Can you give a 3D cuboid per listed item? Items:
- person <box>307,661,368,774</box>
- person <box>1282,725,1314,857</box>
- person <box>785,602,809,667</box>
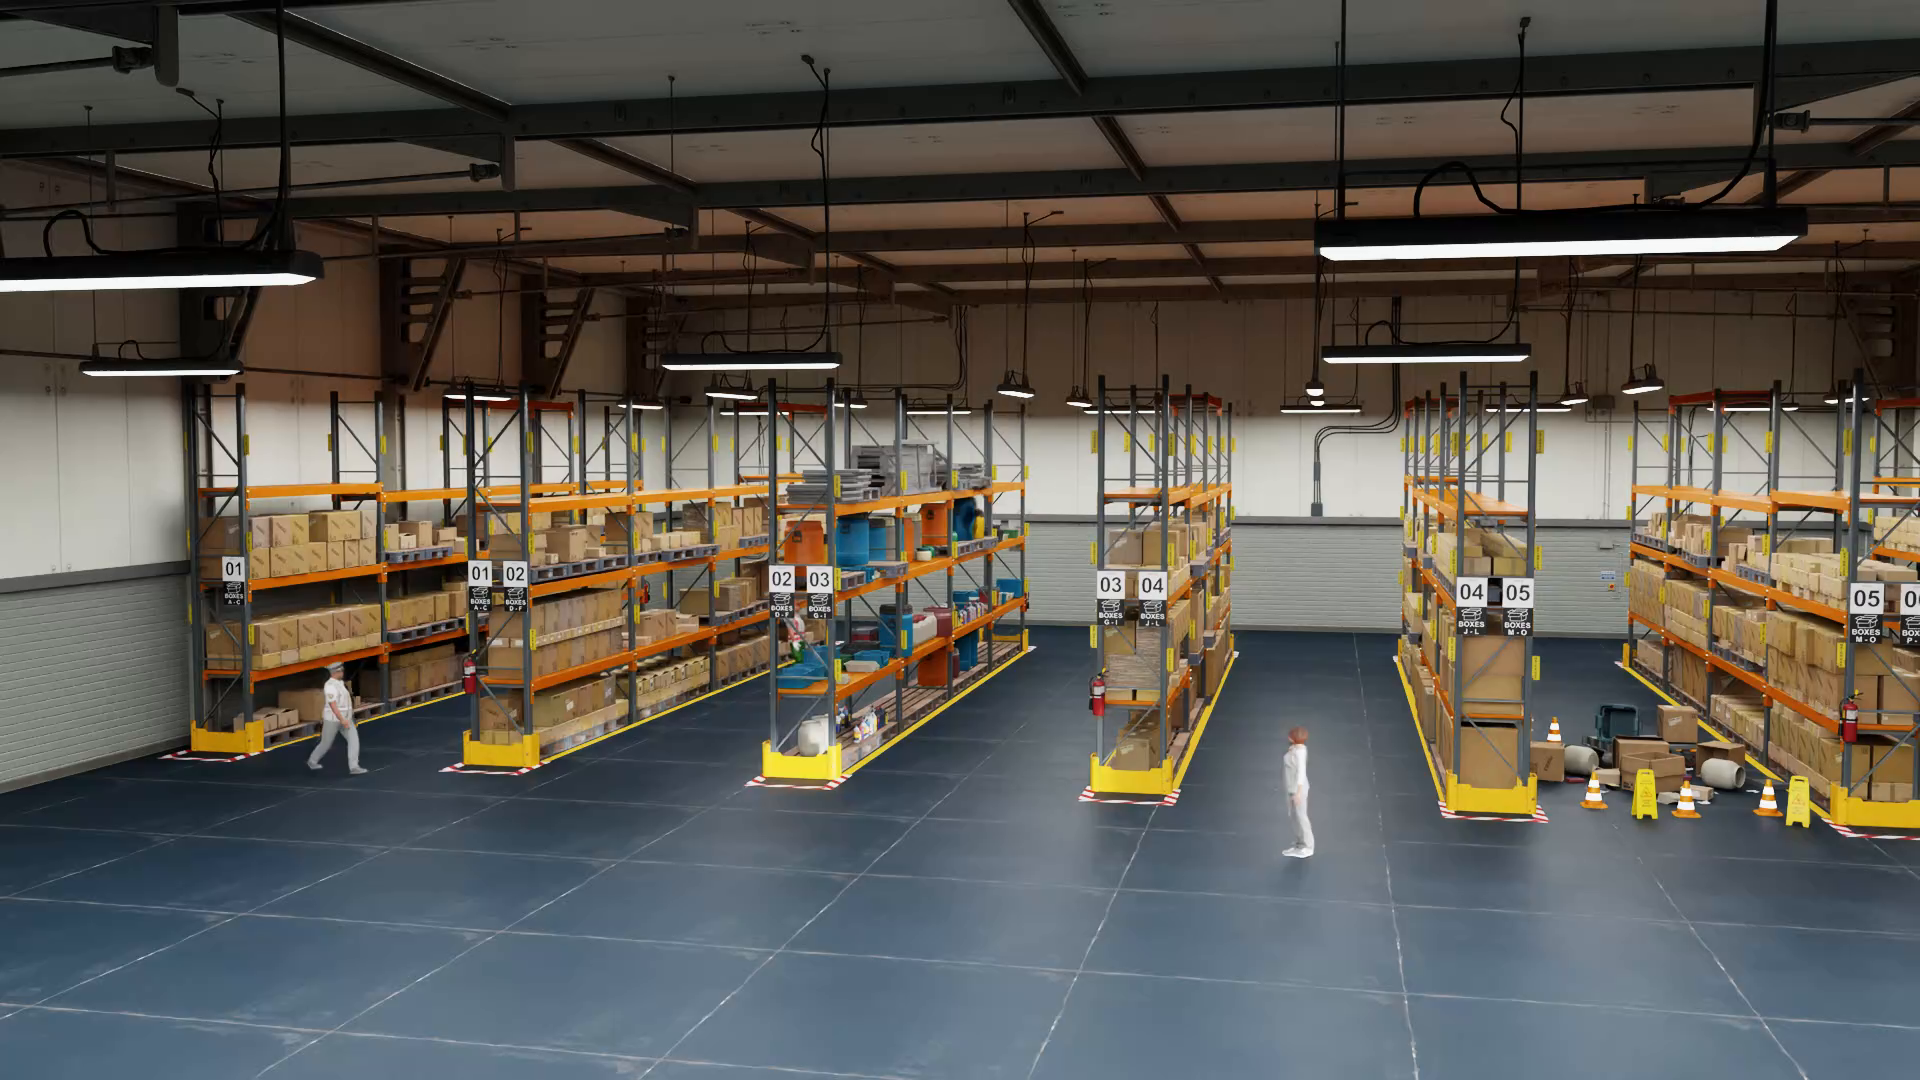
[{"bbox_3d":[-9.467,2.698,25.258,1.032,1.718,0.502,2,4,30],"label":"person"},{"bbox_3d":[4.106,3.055,20.168,0.392,1.622,0.515,-1,3,-10],"label":"person"},{"bbox_3d":[-3.364,2.165,34.522,0.475,1.832,0.584,2,4,36],"label":"person"}]
